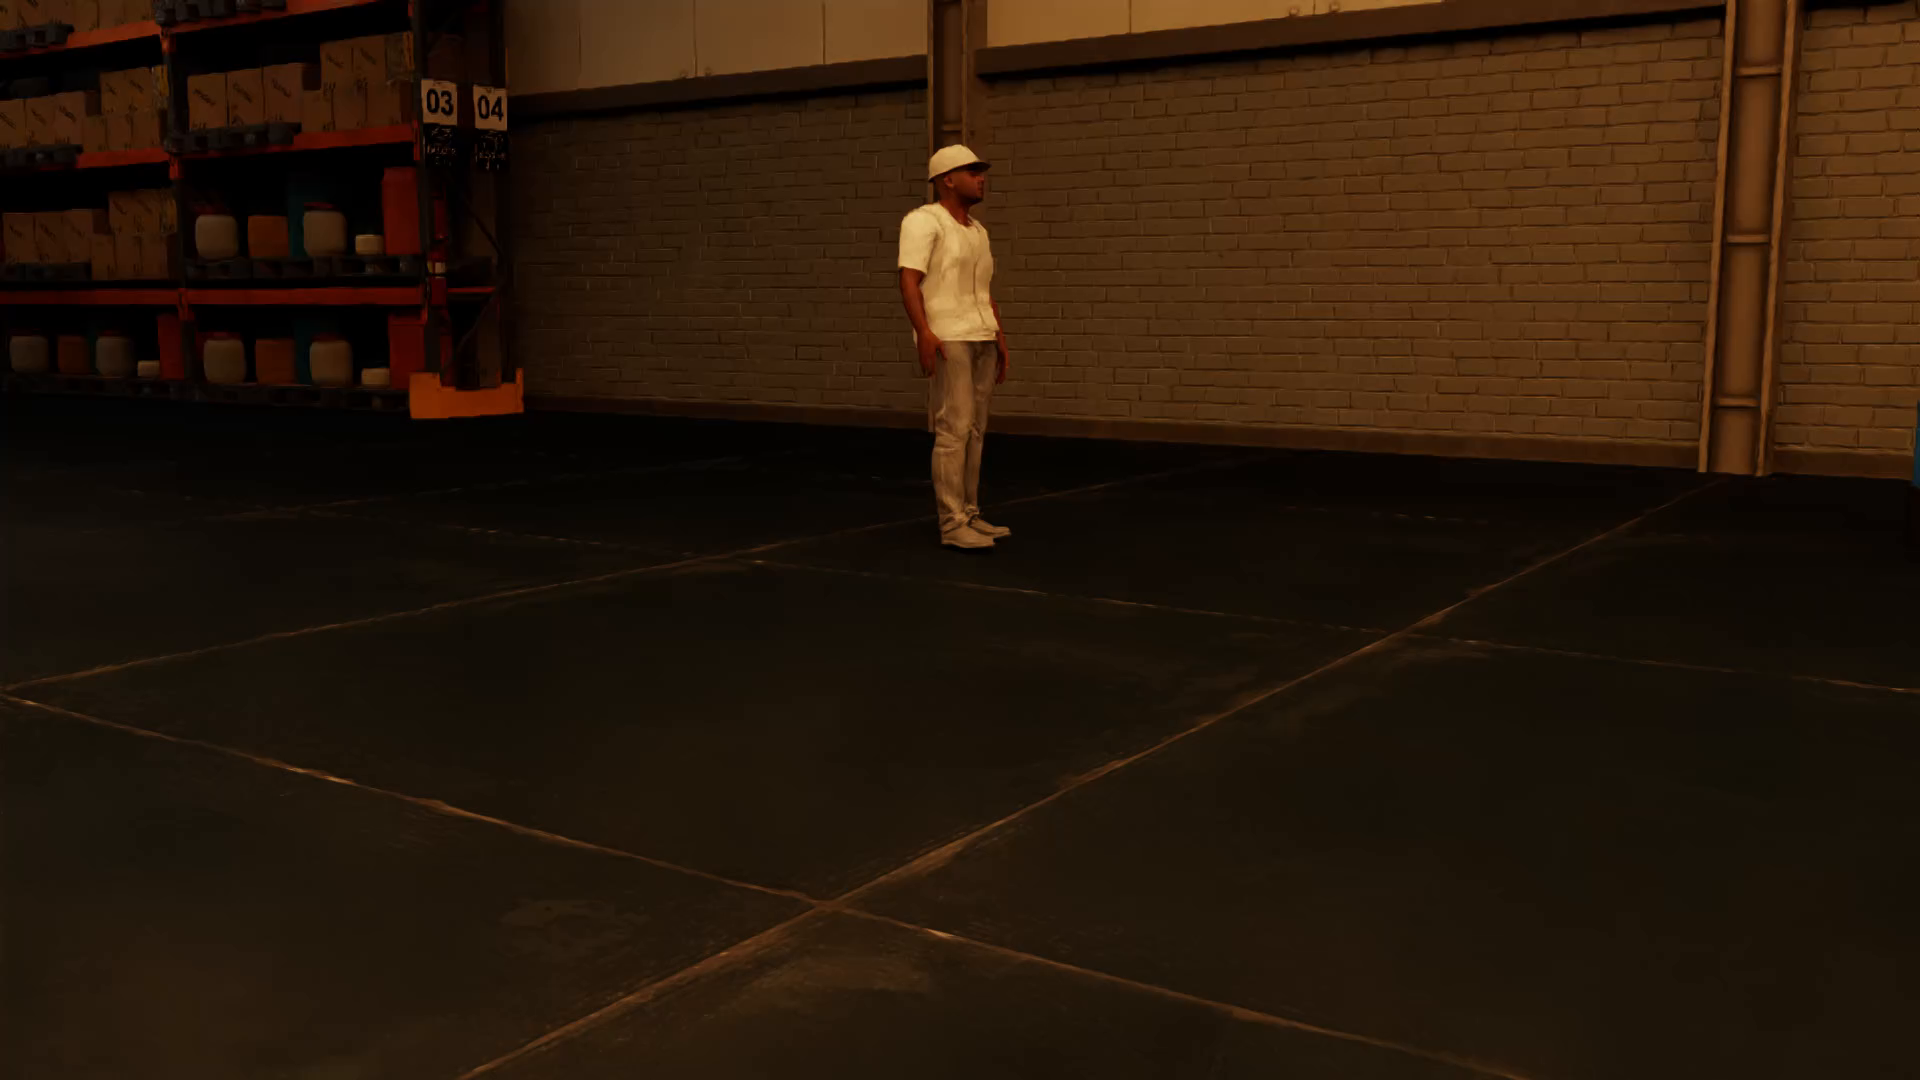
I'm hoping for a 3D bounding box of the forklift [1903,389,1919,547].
[{"bbox_3d":[5.233,-1.235,5.876,1.130,2.935,3.031,-6,10,-36],"label":"forklift"}]

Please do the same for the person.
[{"bbox_3d":[0.055,-0.875,7.435,0.576,1.766,0.665,5,10,34],"label":"person"}]
